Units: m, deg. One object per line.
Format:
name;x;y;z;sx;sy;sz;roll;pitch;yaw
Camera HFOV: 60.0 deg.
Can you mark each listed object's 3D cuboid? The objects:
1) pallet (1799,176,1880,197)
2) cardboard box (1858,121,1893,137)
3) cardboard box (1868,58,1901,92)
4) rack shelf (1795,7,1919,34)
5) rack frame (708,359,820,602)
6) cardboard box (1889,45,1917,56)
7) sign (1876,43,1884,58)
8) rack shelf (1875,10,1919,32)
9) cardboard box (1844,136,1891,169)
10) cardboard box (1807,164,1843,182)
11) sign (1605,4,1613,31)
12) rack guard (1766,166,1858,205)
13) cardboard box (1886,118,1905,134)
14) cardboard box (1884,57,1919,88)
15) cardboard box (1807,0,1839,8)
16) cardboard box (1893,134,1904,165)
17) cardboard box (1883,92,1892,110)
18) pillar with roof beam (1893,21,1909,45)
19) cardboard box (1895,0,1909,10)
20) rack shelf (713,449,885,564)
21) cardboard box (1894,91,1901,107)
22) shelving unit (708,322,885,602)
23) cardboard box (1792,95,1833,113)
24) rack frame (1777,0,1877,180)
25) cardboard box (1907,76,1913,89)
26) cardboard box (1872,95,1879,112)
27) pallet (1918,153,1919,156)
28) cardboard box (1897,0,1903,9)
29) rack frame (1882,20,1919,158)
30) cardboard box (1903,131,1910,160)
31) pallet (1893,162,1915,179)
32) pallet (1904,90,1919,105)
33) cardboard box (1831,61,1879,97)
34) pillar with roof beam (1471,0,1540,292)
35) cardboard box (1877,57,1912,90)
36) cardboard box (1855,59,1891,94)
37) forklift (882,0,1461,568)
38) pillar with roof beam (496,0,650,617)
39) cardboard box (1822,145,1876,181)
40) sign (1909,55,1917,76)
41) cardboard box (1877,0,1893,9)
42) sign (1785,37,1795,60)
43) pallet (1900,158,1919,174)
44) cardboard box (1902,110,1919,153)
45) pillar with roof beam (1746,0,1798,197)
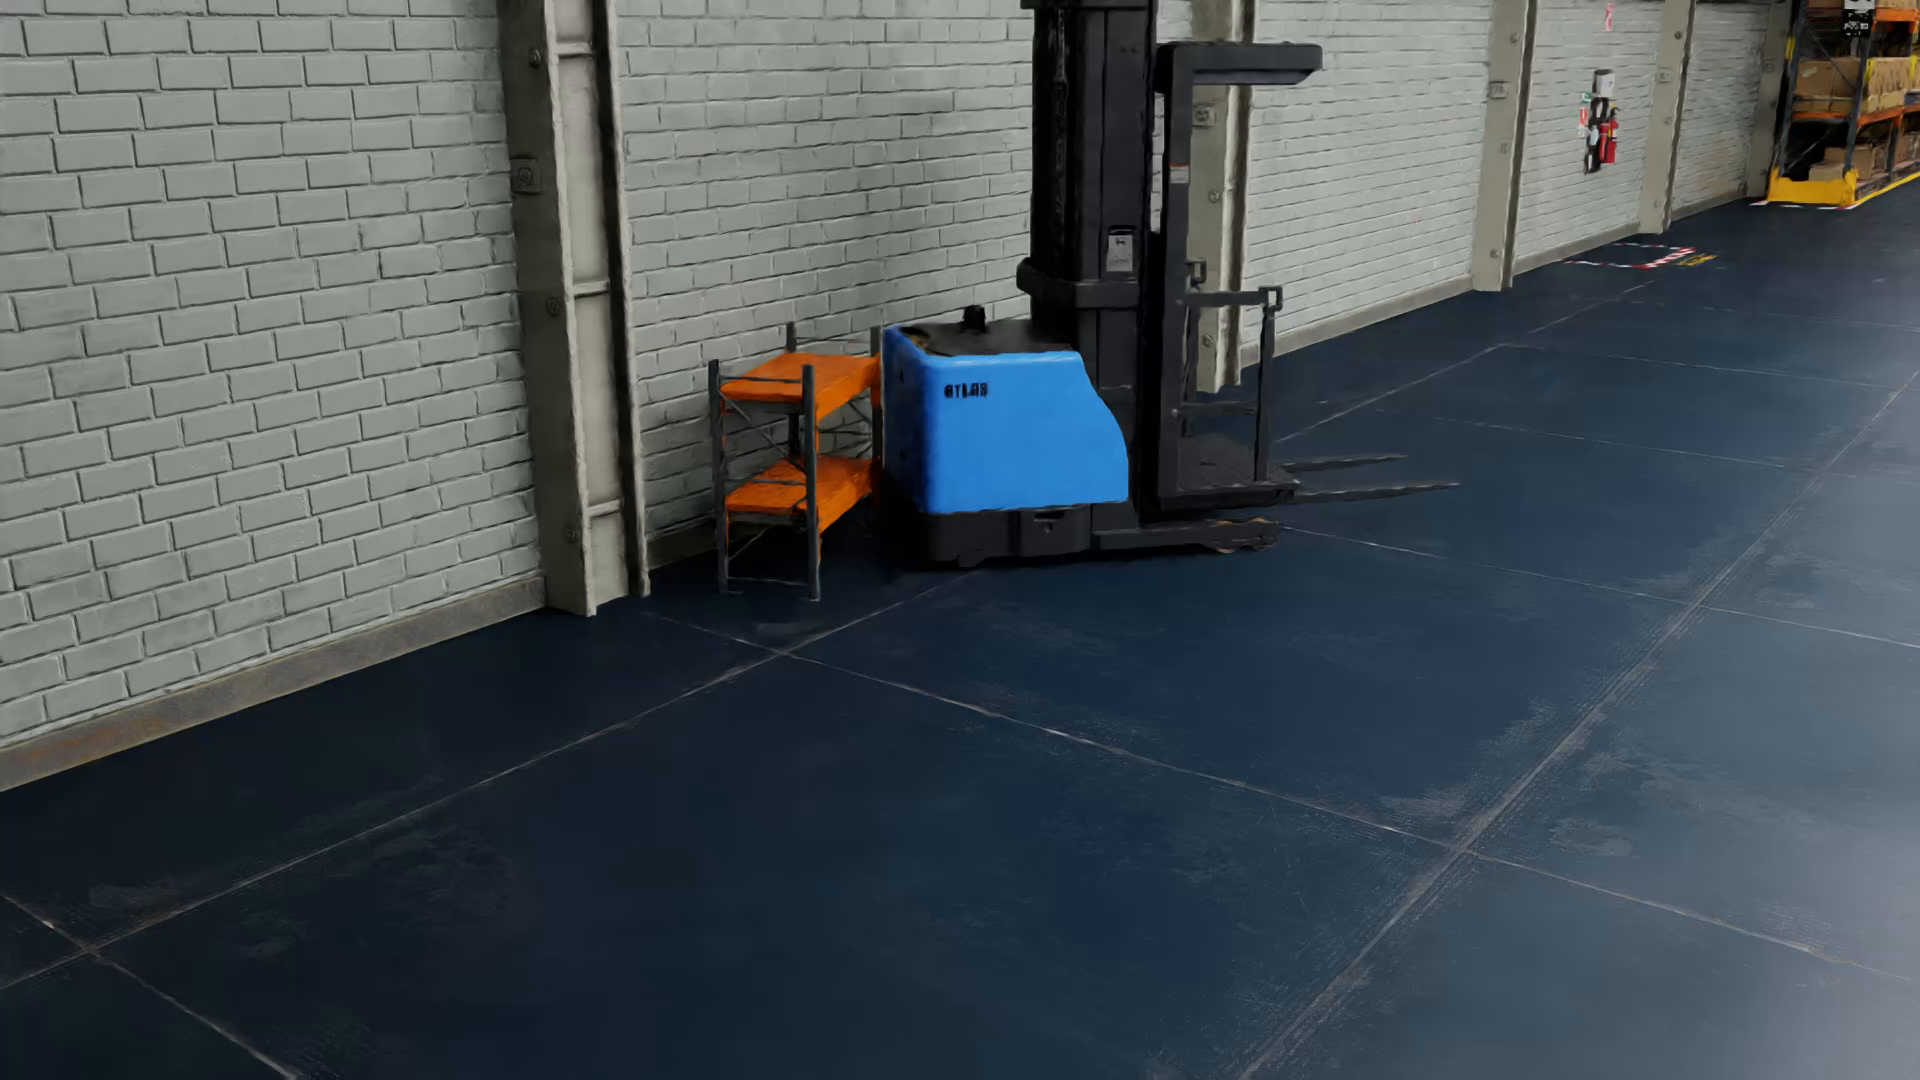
pallet;14.153;-5.714;26.787;1.003;0.211;1.213;12;21;35
cardboard box;15.936;-7.162;28.956;0.500;0.250;0.500;12;21;34
cardboard box;14.616;-7.394;26.451;0.500;0.500;0.500;12;21;33
rack shelf;14.059;-8.116;25.976;1.077;0.370;4.000;12;21;35
rack frame;-0.905;-0.269;7.713;0.500;1.125;0.032;4;18;14
cardboard box;17.696;-9.167;31.238;0.500;0.250;0.500;13;22;36
sign;17.186;-9.106;31.058;0.100;0.325;0.005;12;21;35
rack shelf;16.442;-9.069;29.044;1.077;0.370;4.000;12;21;35
cardboard box;15.676;-6.698;28.728;0.700;0.500;0.500;13;22;37
cardboard box;13.352;-5.626;25.593;0.500;0.311;0.500;10;20;29
sign;7.427;-5.982;19.041;0.001;0.298;0.199;12;21;35
rack guard;12.913;-5.375;25.209;1.175;0.500;0.348;12;21;35
cardboard box;16.555;-7.402;29.730;0.500;0.250;0.500;12;21;34
cardboard box;16.638;-8.300;29.502;0.700;0.500;0.500;12;21;35
cardboard box;12.913;-8.185;24.782;0.500;0.500;0.500;14;22;39
cardboard box;16.280;-6.944;29.521;0.700;0.500;0.500;13;21;35
cardboard box;14.322;-6.915;26.173;0.500;0.250;0.500;13;21;35
pillar with roof beam;23.197;-11.833;31.674;9.100;9.000;0.400;12;21;35
cardboard box;14.837;-8.711;26.477;0.500;0.500;0.500;10;20;30
rack shelf;-0.778;-0.181;8.255;0.538;0.278;1.000;4;18;14
cardboard box;14.908;-7.158;26.954;0.500;0.250;0.500;13;21;35
shelving unit;-0.778;-0.415;8.183;0.538;1.125;1.048;4;18;14
cardboard box;12.990;-6.634;25.268;0.500;0.250;0.500;13;21;35
rack frame;12.867;-6.551;24.780;1.000;3.000;0.127;12;21;35
cardboard box;15.920;-8.008;28.564;0.700;0.500;0.500;15;23;40
cardboard box;13.711;-6.675;25.400;0.500;0.250;0.500;12;21;33
pallet;18.164;-7.299;31.891;1.003;0.211;1.213;12;21;35
cardboard box;14.224;-8.453;25.647;0.500;0.500;0.500;14;22;38
rack frame;17.634;-8.456;30.916;1.000;3.000;0.127;12;21;35
cardboard box;16.847;-7.190;30.311;0.700;0.500;0.500;12;21;35
pallet;16.440;-6.649;29.799;1.003;0.211;1.213;12;21;35
pallet;15.823;-7.568;28.380;1.003;0.211;1.213;12;21;35
cardboard box;13.393;-6.907;24.883;0.500;0.500;0.500;12;21;35
pillar with roof beam;8.897;-6.116;13.266;9.100;9.000;0.400;12;21;35
cardboard box;15.217;-7.632;27.218;0.500;0.500;0.500;12;21;35
cardboard box;14.009;-7.145;25.650;0.500;0.500;0.500;12;21;33
forklift;1.156;-1.478;8.562;3.031;2.935;1.130;-4;18;-13
pillar with roof beam;1.747;-3.258;4.063;9.100;9.000;0.400;12;21;35
cardboard box;14.169;-6.018;26.537;0.700;0.500;0.500;11;20;31
sign;15.691;-7.823;27.417;0.100;0.325;0.005;12;21;35
cardboard box;13.616;-8.198;24.823;0.500;0.500;0.500;14;22;38
sign;12.434;-7.357;24.893;0.100;0.325;0.005;12;21;35
pallet;17.167;-6.939;30.731;1.003;0.211;1.213;12;21;35
cardboard box;18.178;-7.782;31.662;0.750;0.750;0.750;12;21;34
pillar with roof beam;16.047;-8.975;22.470;9.100;9.000;0.400;12;21;35
